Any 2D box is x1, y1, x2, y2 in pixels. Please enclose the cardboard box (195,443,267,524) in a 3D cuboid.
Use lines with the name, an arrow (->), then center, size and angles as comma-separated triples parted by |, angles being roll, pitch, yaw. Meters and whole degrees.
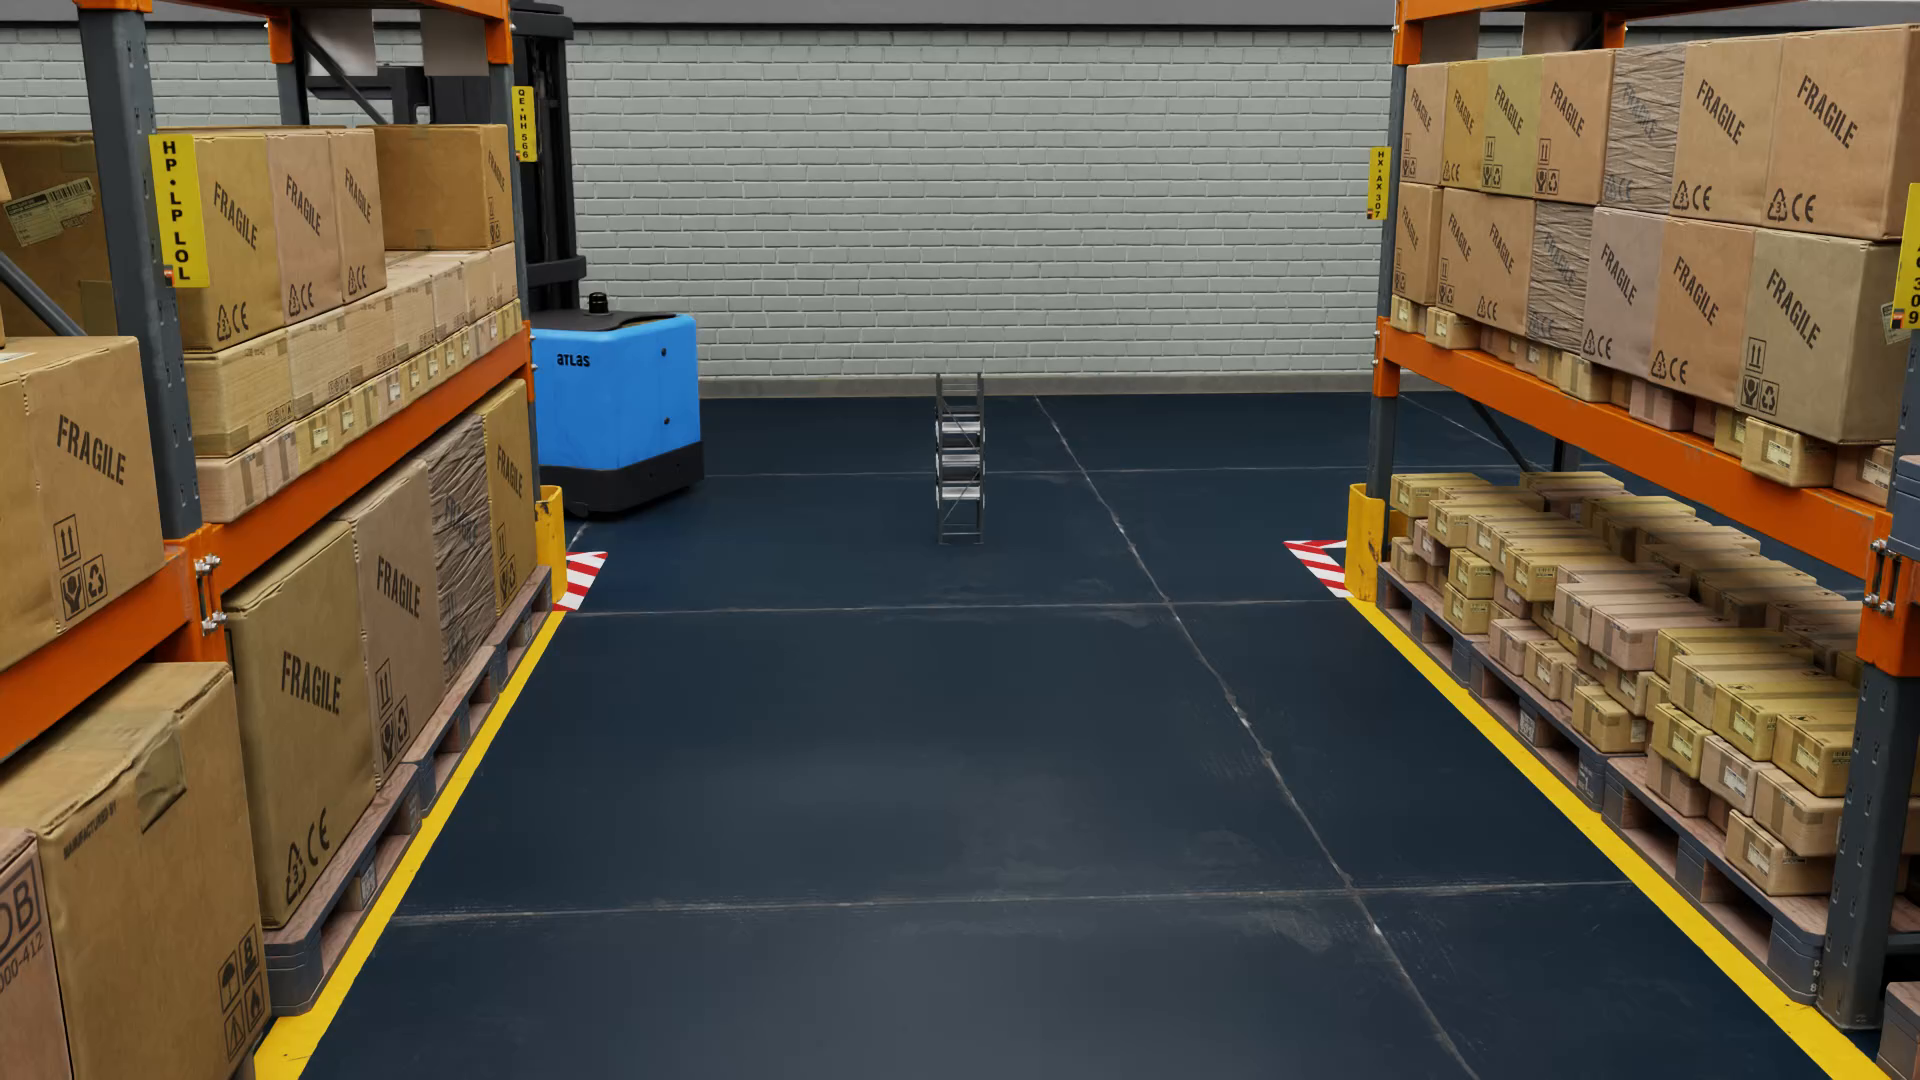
cardboard box -> -1.927, -0.137, 4.045 | 0.380, 0.149, 0.250 | -1, 14, -3

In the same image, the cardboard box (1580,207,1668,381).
cardboard box -> 2.343, -0.793, 5.291 | 0.500, 0.500, 0.500 | -1, 14, -4

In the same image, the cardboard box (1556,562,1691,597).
cardboard box -> 2.373, 0.186, 5.968 | 0.380, 0.149, 0.250 | -1, 14, -3

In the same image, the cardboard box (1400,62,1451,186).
cardboard box -> 2.231, -1.788, 7.150 | 0.500, 0.500, 0.500 | -1, 14, -4

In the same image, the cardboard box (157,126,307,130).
cardboard box -> -2.660, -1.233, 5.998 | 0.500, 0.500, 0.500 | -1, 14, -5

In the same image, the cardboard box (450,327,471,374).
cardboard box -> -2.074, -0.716, 6.294 | 0.380, 0.149, 0.250 | -1, 14, -5

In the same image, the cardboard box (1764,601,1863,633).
cardboard box -> 2.905, 0.308, 5.494 | 0.380, 0.149, 0.250 | -1, 14, -2

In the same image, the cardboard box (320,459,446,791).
cardboard box -> -2.258, 0.256, 5.433 | 0.875, 0.875, 0.875 | -1, 14, -3

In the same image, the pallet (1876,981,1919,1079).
pallet -> 2.765, 1.312, 3.502 | 1.003, 0.211, 1.213 | -1, 14, -3

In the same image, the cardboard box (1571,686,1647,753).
cardboard box -> 2.287, 0.596, 5.569 | 0.380, 0.149, 0.250 | -1, 14, -4

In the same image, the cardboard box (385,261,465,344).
cardboard box -> -2.131, -0.877, 6.121 | 0.500, 0.250, 0.500 | -1, 14, -5

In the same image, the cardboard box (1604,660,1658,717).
cardboard box -> 2.362, 0.468, 5.471 | 0.380, 0.149, 0.250 | -1, 14, -2

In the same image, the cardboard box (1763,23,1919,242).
cardboard box -> 2.417, -1.021, 4.171 | 0.500, 0.500, 0.500 | -1, 14, -5

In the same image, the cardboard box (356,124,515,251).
cardboard box -> -2.196, -1.493, 7.007 | 0.500, 0.500, 0.500 | -1, 14, -3

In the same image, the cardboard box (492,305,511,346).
cardboard box -> -2.120, -0.905, 7.030 | 0.380, 0.149, 0.250 | -1, 14, -3

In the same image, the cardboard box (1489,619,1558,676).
cardboard box -> 2.247, 0.402, 6.323 | 0.380, 0.149, 0.250 | -2, 15, -6

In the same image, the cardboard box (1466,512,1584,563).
cardboard box -> 2.284, -0.010, 6.730 | 0.380, 0.149, 0.250 | -2, 15, -6

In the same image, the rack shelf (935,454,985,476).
rack shelf -> 0.000, -0.406, 8.930 | 0.258, 0.077, 0.200 | -1, 14, -3

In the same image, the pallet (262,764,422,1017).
pallet -> -2.210, 0.980, 4.795 | 1.003, 0.211, 1.213 | -1, 14, -3

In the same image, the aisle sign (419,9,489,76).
aisle sign -> -2.194, -2.457, 7.337 | 0.394, 0.787, 0.004 | -1, 14, -3

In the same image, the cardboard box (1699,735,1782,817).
cardboard box -> 2.350, 0.661, 4.719 | 0.380, 0.149, 0.250 | -2, 15, -6

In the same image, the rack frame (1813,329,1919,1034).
rack frame -> 2.716, -0.232, 3.907 | 1.000, 3.000, 0.127 | -1, 14, -3

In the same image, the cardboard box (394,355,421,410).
cardboard box -> -2.026, -0.525, 5.551 | 0.380, 0.149, 0.250 | -1, 14, -5

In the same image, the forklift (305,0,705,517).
forklift -> -3.134, -1.762, 9.991 | 3.031, 2.935, 1.130 | 6, 16, 21

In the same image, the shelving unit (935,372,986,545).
shelving unit -> 0.000, -0.438, 8.922 | 0.258, 0.900, 0.210 | -1, 14, -3

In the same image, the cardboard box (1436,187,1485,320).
cardboard box -> 2.278, -1.170, 6.758 | 0.500, 0.500, 0.500 | -1, 14, -3

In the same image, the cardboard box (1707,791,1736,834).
cardboard box -> 2.419, 0.787, 4.825 | 0.380, 0.149, 0.250 | 0, 14, -2

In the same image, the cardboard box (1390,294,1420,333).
cardboard box -> 2.161, -1.019, 7.472 | 0.380, 0.149, 0.250 | -1, 14, -4

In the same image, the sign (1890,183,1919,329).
sign -> 2.174, -0.641, 3.759 | 0.100, 0.325, 0.005 | -1, 14, -3

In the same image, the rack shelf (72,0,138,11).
rack shelf -> -2.117, -0.787, 1.490 | 1.077, 0.370, 4.000 | -1, 14, -3

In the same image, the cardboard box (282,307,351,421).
cardboard box -> -2.035, -0.496, 4.640 | 0.500, 0.250, 0.500 | -1, 14, -4

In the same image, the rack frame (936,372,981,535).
rack frame -> -0.007, -0.463, 9.020 | 0.240, 0.900, 0.006 | -1, 14, -3

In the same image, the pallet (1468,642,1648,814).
pallet -> 2.560, 0.648, 6.084 | 1.003, 0.211, 1.213 | -1, 14, -3

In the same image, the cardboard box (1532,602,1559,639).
cardboard box -> 2.385, 0.266, 6.253 | 0.380, 0.149, 0.250 | 0, 14, -1

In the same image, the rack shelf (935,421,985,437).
rack shelf -> 0.000, -0.580, 8.886 | 0.258, 0.077, 0.200 | -1, 14, -3

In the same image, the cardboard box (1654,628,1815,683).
cardboard box -> 2.418, 0.382, 5.205 | 0.380, 0.149, 0.250 | 0, 14, -2

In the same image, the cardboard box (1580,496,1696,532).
cardboard box -> 2.855, -0.084, 7.017 | 0.380, 0.149, 0.250 | -1, 14, -5

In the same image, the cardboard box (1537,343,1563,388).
cardboard box -> 2.308, -0.632, 5.967 | 0.380, 0.149, 0.250 | 0, 14, -1

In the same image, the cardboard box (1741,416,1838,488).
cardboard box -> 2.340, -0.240, 4.443 | 0.380, 0.149, 0.250 | -1, 14, -5

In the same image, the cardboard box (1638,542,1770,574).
cardboard box -> 2.785, 0.115, 6.245 | 0.380, 0.149, 0.250 | -1, 14, -5

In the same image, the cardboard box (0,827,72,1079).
cardboard box -> -2.125, 1.026, 2.439 | 1.225, 0.875, 0.875 | -1, 14, -5

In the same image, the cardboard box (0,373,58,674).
cardboard box -> -1.916, 0.007, 2.781 | 0.500, 0.500, 0.500 | 0, 14, -2

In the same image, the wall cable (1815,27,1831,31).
wall cable -> 7.029, -3.237, 13.487 | 0.585, 1.953, 0.123 | -1, 14, -3

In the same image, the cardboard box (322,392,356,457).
cardboard box -> -1.979, -0.334, 4.807 | 0.380, 0.149, 0.250 | -1, 14, -5

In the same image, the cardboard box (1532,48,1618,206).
cardboard box -> 2.313, -1.406, 5.666 | 0.500, 0.500, 0.500 | -1, 14, -5

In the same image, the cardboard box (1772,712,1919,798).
cardboard box -> 2.434, 0.573, 4.464 | 0.380, 0.149, 0.250 | 0, 14, -2

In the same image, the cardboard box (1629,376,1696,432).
cardboard box -> 2.345, -0.439, 5.216 | 0.380, 0.149, 0.250 | -2, 15, -6

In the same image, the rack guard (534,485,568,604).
rack guard -> -2.490, 0.029, 7.908 | 1.175, 0.500, 0.348 | -1, 14, -3

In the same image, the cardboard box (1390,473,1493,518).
cardboard box -> 2.161, -0.202, 7.476 | 0.380, 0.149, 0.250 | -2, 15, -6

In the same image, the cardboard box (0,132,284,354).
cardboard box -> -2.016, -0.738, 4.074 | 0.500, 0.500, 0.500 | -1, 14, -3

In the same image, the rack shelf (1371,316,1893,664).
rack shelf -> 2.592, -0.381, 5.930 | 1.077, 0.370, 4.000 | -1, 14, -3

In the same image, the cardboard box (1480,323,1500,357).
cardboard box -> 2.334, -0.827, 6.723 | 0.380, 0.149, 0.250 | 0, 14, -1

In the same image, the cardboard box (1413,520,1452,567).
cardboard box -> 2.205, 0.010, 7.250 | 0.380, 0.149, 0.250 | -1, 14, -4
